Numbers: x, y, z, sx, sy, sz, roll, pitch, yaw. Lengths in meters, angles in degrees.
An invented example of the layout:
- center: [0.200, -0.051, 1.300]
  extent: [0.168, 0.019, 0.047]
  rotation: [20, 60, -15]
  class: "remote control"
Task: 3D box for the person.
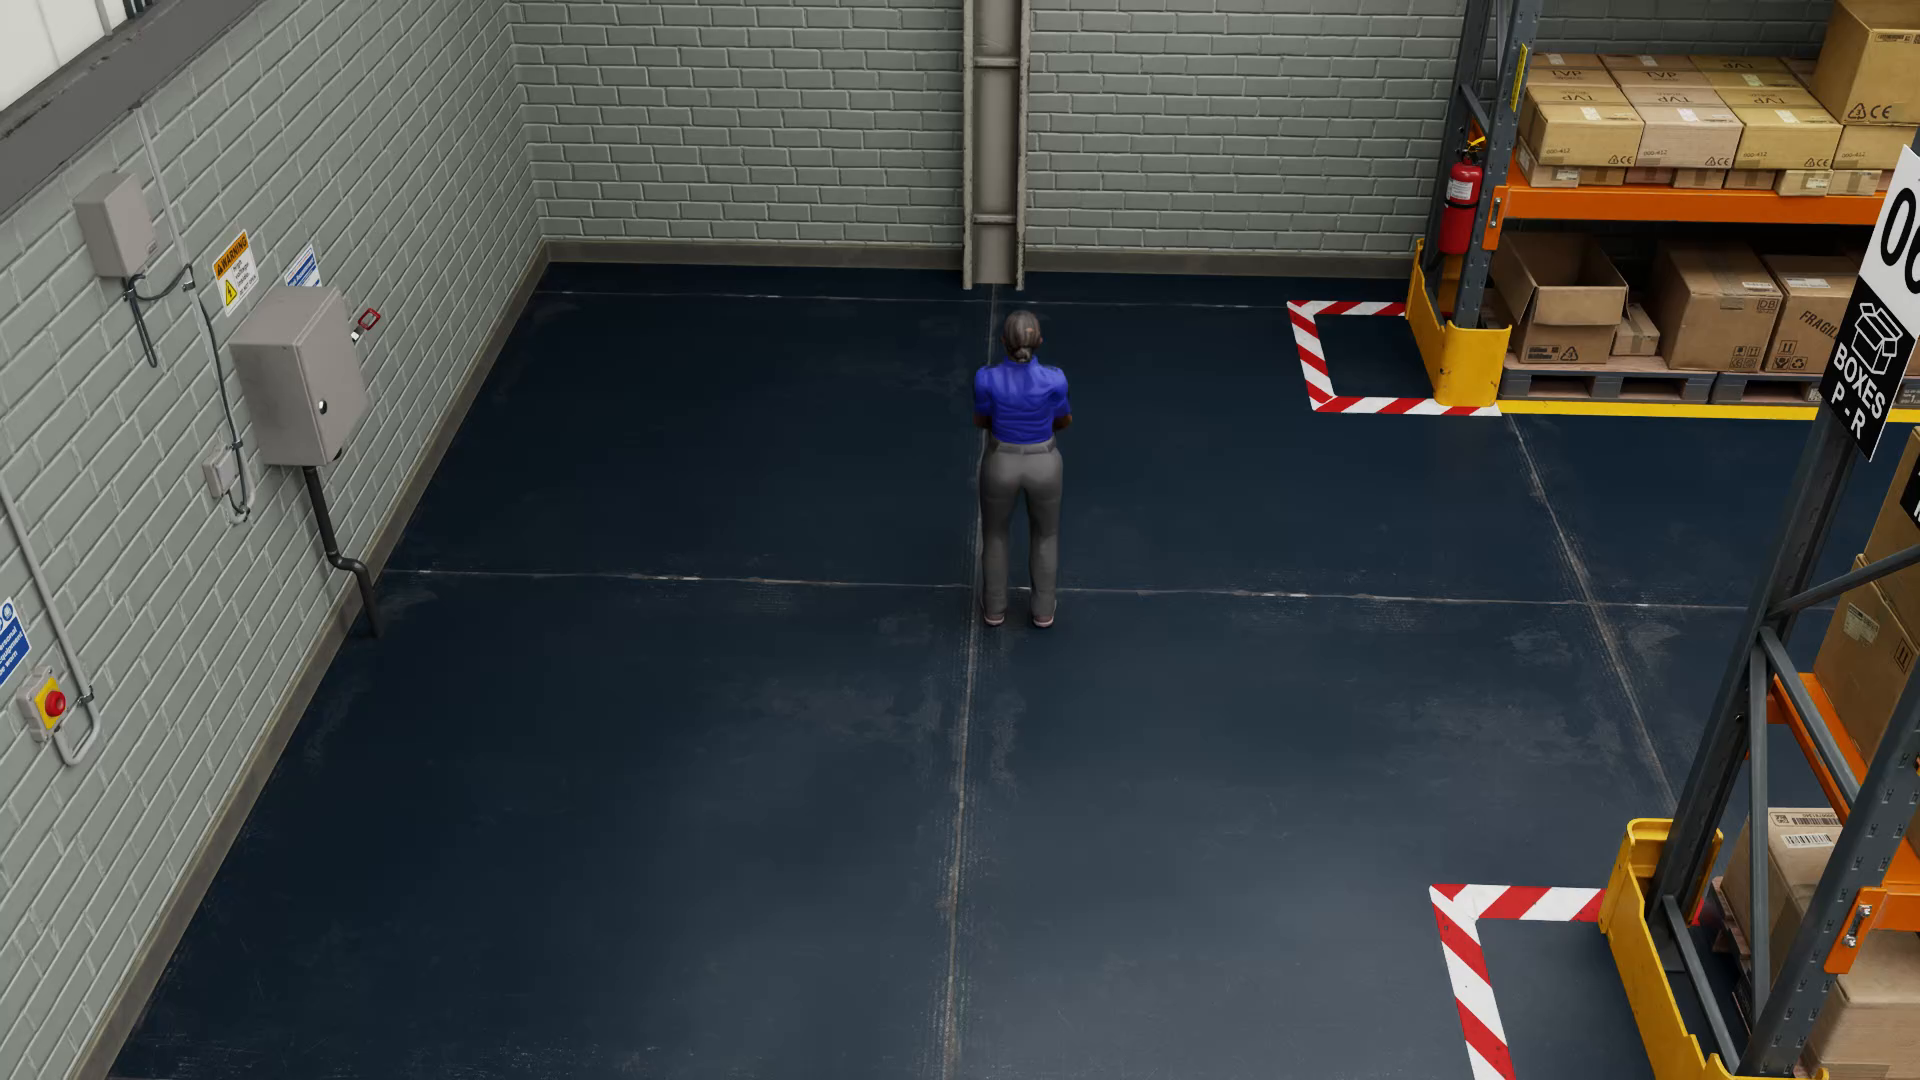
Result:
- center: [0.282, -0.367, 7.634]
  extent: [0.448, 1.656, 0.496]
  rotation: [1, 36, 2]
  class: "person"
